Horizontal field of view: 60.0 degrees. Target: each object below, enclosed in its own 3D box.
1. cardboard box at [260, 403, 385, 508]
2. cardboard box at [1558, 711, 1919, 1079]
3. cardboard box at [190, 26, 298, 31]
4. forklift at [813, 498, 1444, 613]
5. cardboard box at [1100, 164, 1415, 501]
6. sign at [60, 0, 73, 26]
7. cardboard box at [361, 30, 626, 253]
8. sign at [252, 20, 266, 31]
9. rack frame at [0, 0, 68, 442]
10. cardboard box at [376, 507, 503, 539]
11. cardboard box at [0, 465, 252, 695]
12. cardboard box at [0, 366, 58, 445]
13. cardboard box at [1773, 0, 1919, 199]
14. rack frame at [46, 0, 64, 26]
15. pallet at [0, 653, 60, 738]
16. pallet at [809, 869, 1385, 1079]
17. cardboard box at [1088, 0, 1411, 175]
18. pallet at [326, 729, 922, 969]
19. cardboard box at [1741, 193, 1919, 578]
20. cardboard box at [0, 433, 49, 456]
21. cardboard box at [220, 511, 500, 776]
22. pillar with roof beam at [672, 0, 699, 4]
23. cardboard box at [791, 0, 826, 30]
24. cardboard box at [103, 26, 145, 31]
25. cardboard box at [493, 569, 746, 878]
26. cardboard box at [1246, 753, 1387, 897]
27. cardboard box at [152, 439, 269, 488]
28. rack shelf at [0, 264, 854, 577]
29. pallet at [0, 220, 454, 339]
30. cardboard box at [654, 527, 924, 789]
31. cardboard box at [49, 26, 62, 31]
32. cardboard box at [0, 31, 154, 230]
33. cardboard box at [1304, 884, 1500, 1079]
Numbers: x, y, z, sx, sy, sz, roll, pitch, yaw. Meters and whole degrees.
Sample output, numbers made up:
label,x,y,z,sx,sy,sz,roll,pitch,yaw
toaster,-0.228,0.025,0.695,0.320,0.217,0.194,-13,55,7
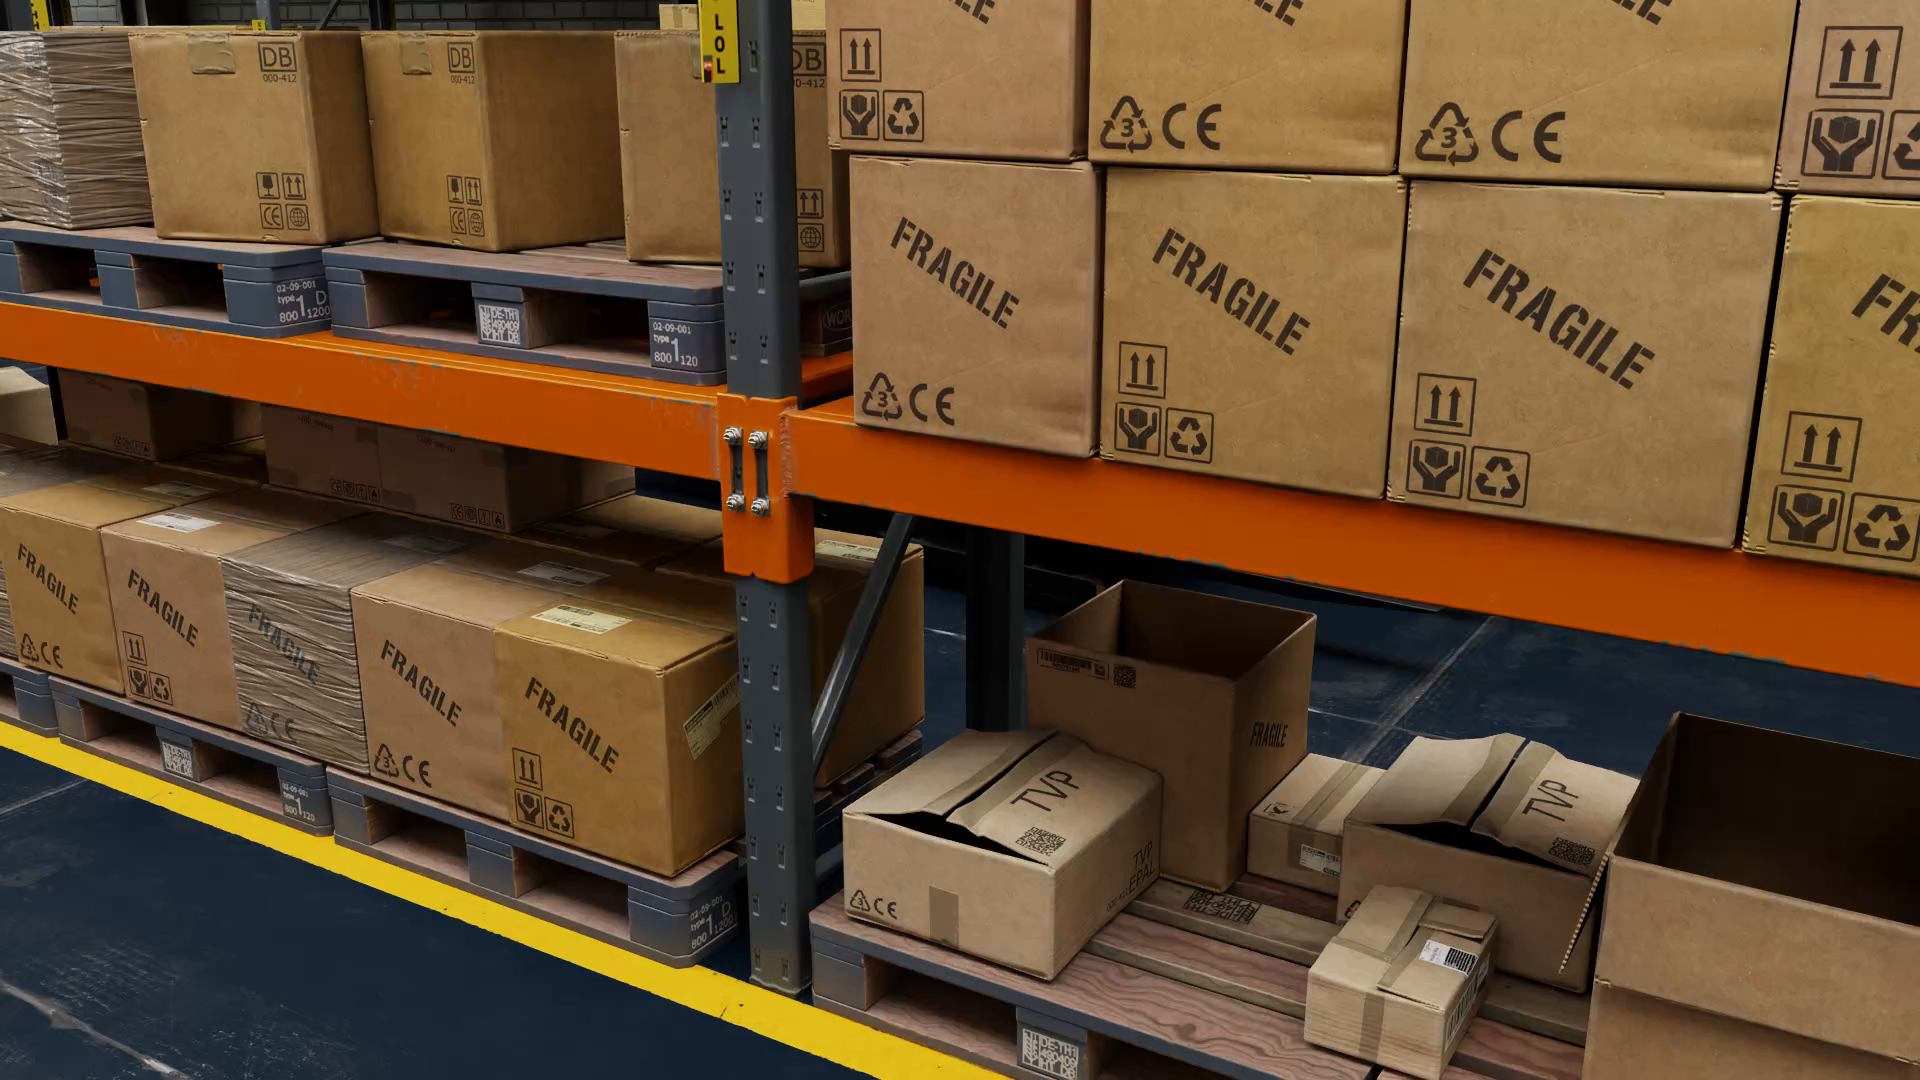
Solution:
label,x,y,z,sx,sy,sz,roll,pitch,yaw
cardboard box,-1.712,-0.307,4.986,0.500,0.250,0.500,10,19,29
cardboard box,1.456,0.696,2.966,0.637,0.503,0.797,10,20,30
cardboard box,-4.940,-3.308,11.545,0.500,0.500,0.500,10,20,30
forklift,0.509,-1.295,6.101,3.031,2.935,1.130,12,21,34
cardboard box,0.582,-0.398,2.858,0.500,0.500,0.500,11,20,31
sign,-7.477,-4.464,13.881,0.005,0.325,0.100,10,20,30
cardboard box,-1.054,-1.037,4.240,0.500,0.500,0.700,14,22,39
sign,-4.653,-3.295,11.078,0.005,0.325,0.100,10,20,30
rack frame,-3.556,-1.180,5.606,0.127,3.000,1.000,10,20,30
cardboard box,-1.315,0.123,4.858,0.500,0.500,0.500,10,20,31
cardboard box,-2.444,0.101,4.932,0.500,0.500,0.500,10,19,29
cardboard box,-3.849,-0.486,6.365,0.500,0.311,0.500,11,20,32
cardboard box,1.425,-0.722,2.204,0.500,0.500,0.500,11,20,32
rack frame,-7.784,-3.625,13.653,0.127,3.000,1.000,10,20,30
pallet,-2.940,0.277,5.607,1.213,0.211,1.003,10,20,30
pallet,0.437,0.867,3.664,1.213,0.211,1.003,10,20,30
cardboard box,0.546,-0.879,2.720,0.500,0.500,0.500,9,19,28
pallet,-0.861,0.648,4.385,1.213,0.211,1.003,10,20,30
cardboard box,1.441,-0.244,2.352,0.500,0.500,0.500,10,19,29
cardboard box,-3.318,-0.055,5.445,0.500,0.500,0.500,11,20,32
cardboard box,-1.562,0.256,4.422,0.500,0.500,0.500,10,20,31
pillar with roof beam,-3.875,-4.624,6.621,0.400,9.000,9.100,10,20,30
cardboard box,-0.691,-2.829,9.025,0.500,0.250,0.500,11,20,31
cardboard box,-5.792,-3.462,12.051,0.500,0.500,0.500,9,19,28
cardboard box,-0.718,0.409,3.916,0.500,0.500,0.500,10,20,30
cardboard box,0.837,0.640,3.761,0.250,0.149,0.380,10,20,30
cardboard box,-2.196,-0.032,5.369,0.500,0.500,0.500,9,19,28
rack shelf,-1.852,-0.532,4.709,4.000,0.370,1.077,10,20,30
pallet,-1.897,-0.794,4.664,1.213,0.211,1.003,10,20,30
cardboard box,-0.433,0.280,4.344,0.500,0.500,0.500,9,19,28
cardboard box,-6.682,-3.616,12.559,0.500,0.500,0.500,9,19,28
cardboard box,-2.281,-1.175,4.694,0.500,0.500,0.700,15,22,40
cardboard box,0.839,0.820,3.140,0.250,0.166,0.380,10,20,30
